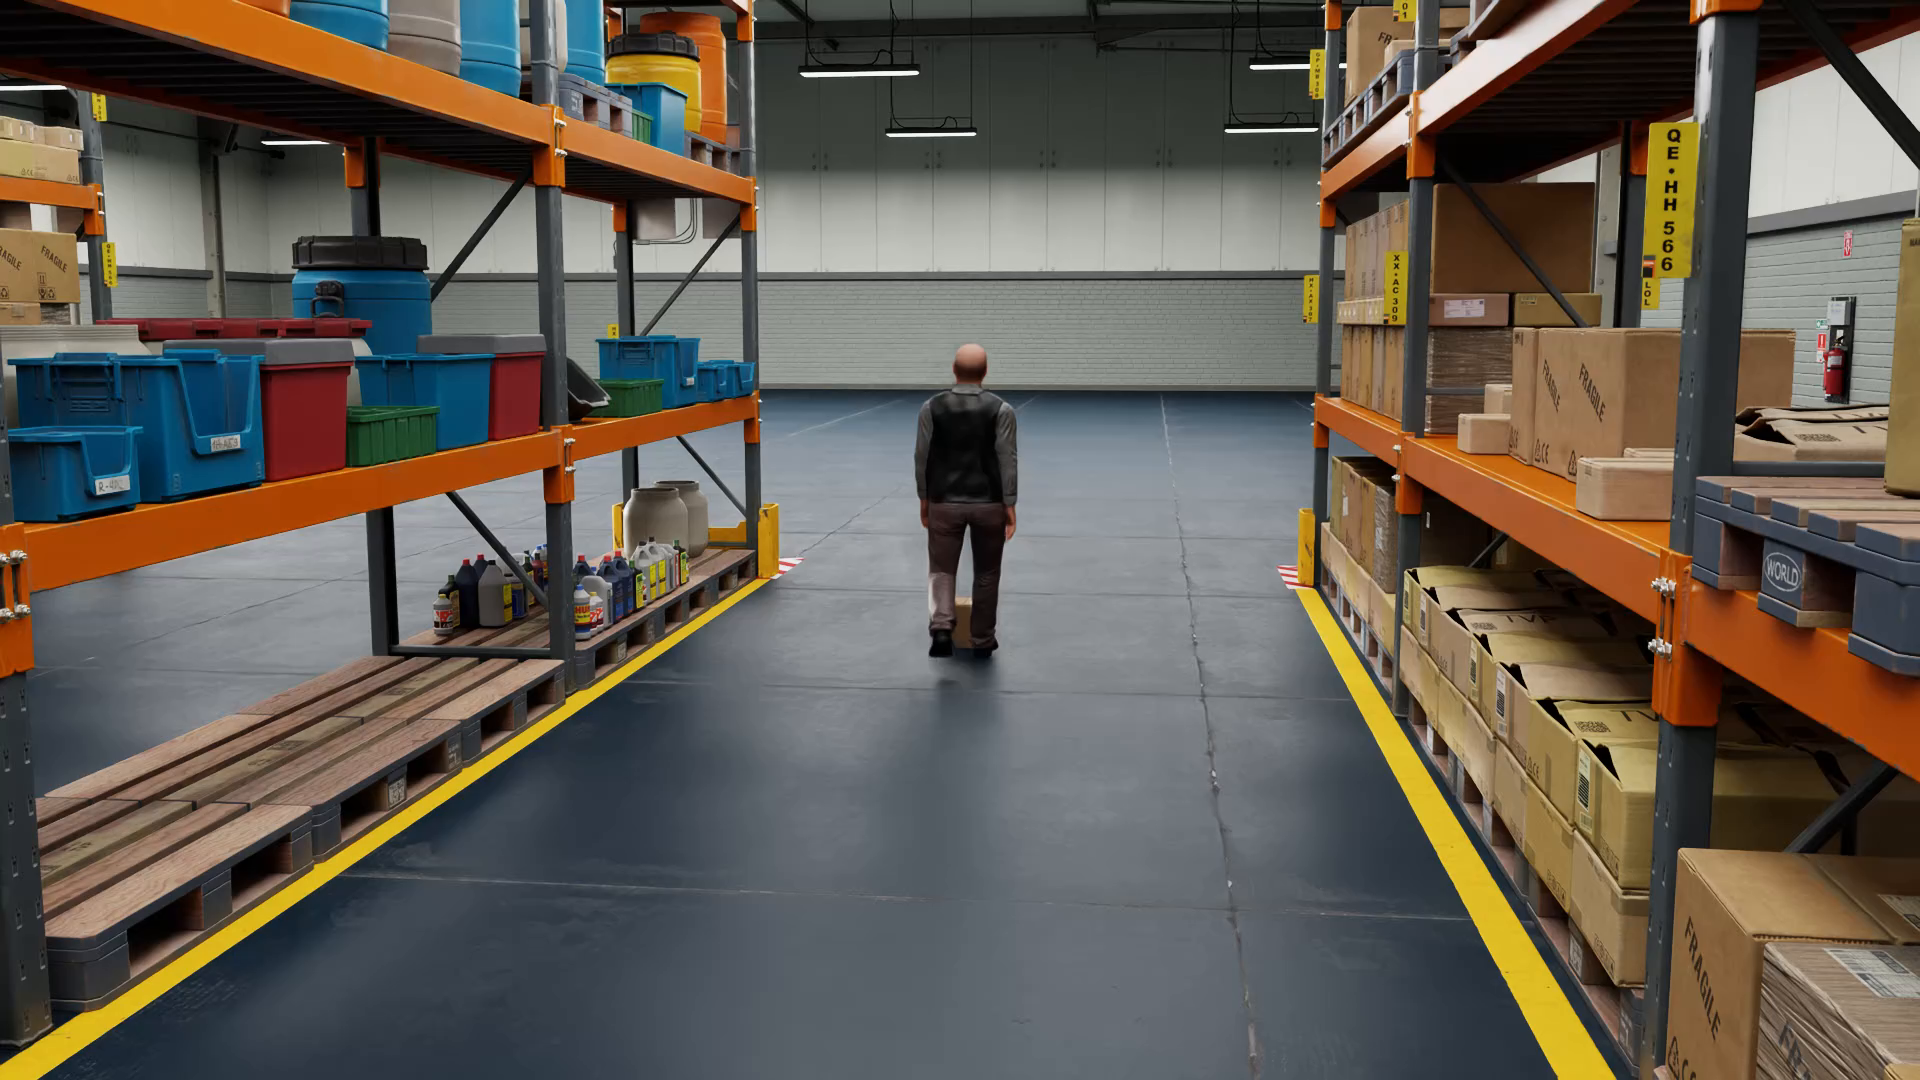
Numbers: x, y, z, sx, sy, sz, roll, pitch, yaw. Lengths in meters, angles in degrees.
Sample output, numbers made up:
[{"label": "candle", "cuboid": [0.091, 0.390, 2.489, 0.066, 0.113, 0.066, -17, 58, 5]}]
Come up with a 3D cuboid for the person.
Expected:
[{"label": "person", "cuboid": [0.033, -0.186, 8.786, 0.545, 1.693, 0.824, 0, 8, 3]}]
